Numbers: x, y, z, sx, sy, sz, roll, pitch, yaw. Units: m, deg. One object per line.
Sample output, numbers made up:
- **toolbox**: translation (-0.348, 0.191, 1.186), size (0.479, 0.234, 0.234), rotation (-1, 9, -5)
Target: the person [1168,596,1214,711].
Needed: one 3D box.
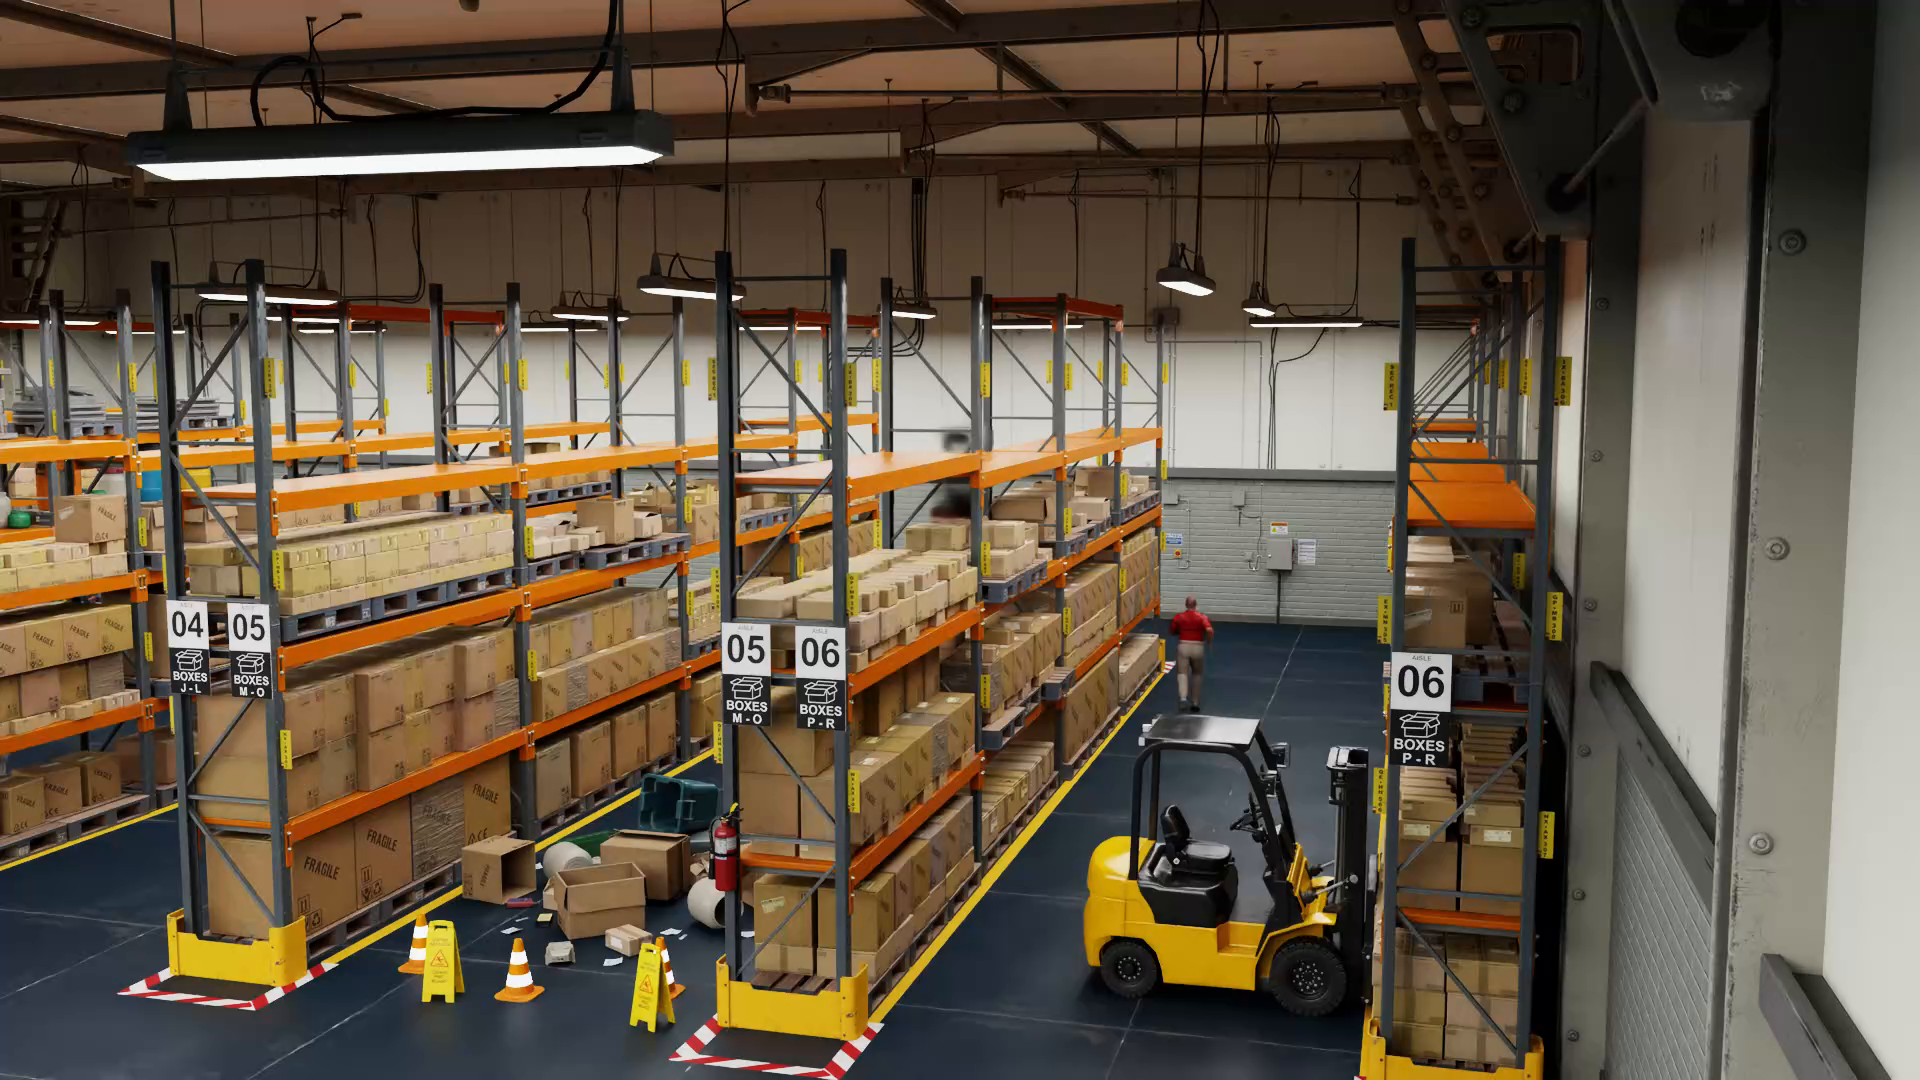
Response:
- **person**: translation (3.425, 1.678, 24.693), size (0.662, 1.716, 0.989), rotation (1, 6, 8)

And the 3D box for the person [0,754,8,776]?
- **person**: translation (-11.781, 2.161, 20.147), size (0.647, 1.768, 0.943), rotation (0, 6, 0)
